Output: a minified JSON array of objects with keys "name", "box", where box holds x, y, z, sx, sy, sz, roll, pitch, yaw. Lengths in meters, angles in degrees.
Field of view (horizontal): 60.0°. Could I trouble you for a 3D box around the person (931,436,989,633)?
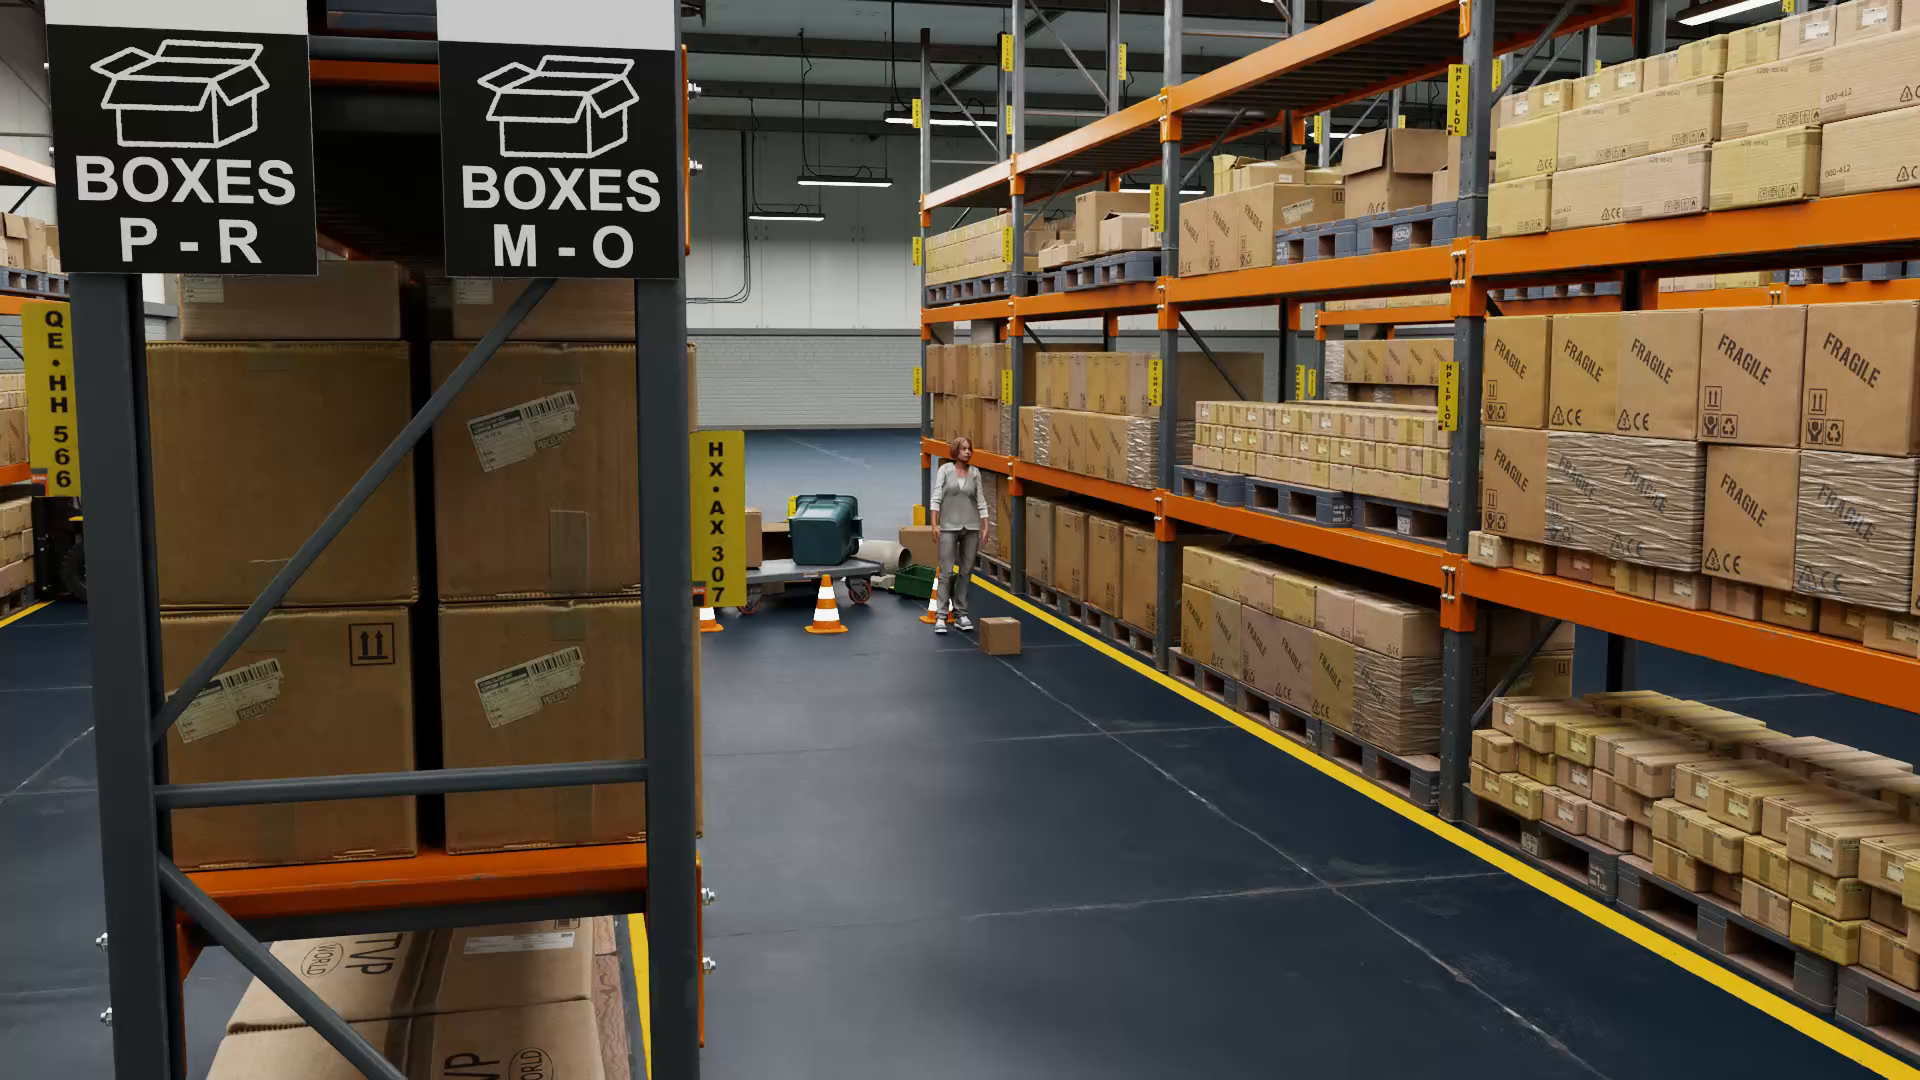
[{"name":"person","box":[0.006,-0.054,13.768,0.520,1.599,0.473,-2,7,-15]}]
